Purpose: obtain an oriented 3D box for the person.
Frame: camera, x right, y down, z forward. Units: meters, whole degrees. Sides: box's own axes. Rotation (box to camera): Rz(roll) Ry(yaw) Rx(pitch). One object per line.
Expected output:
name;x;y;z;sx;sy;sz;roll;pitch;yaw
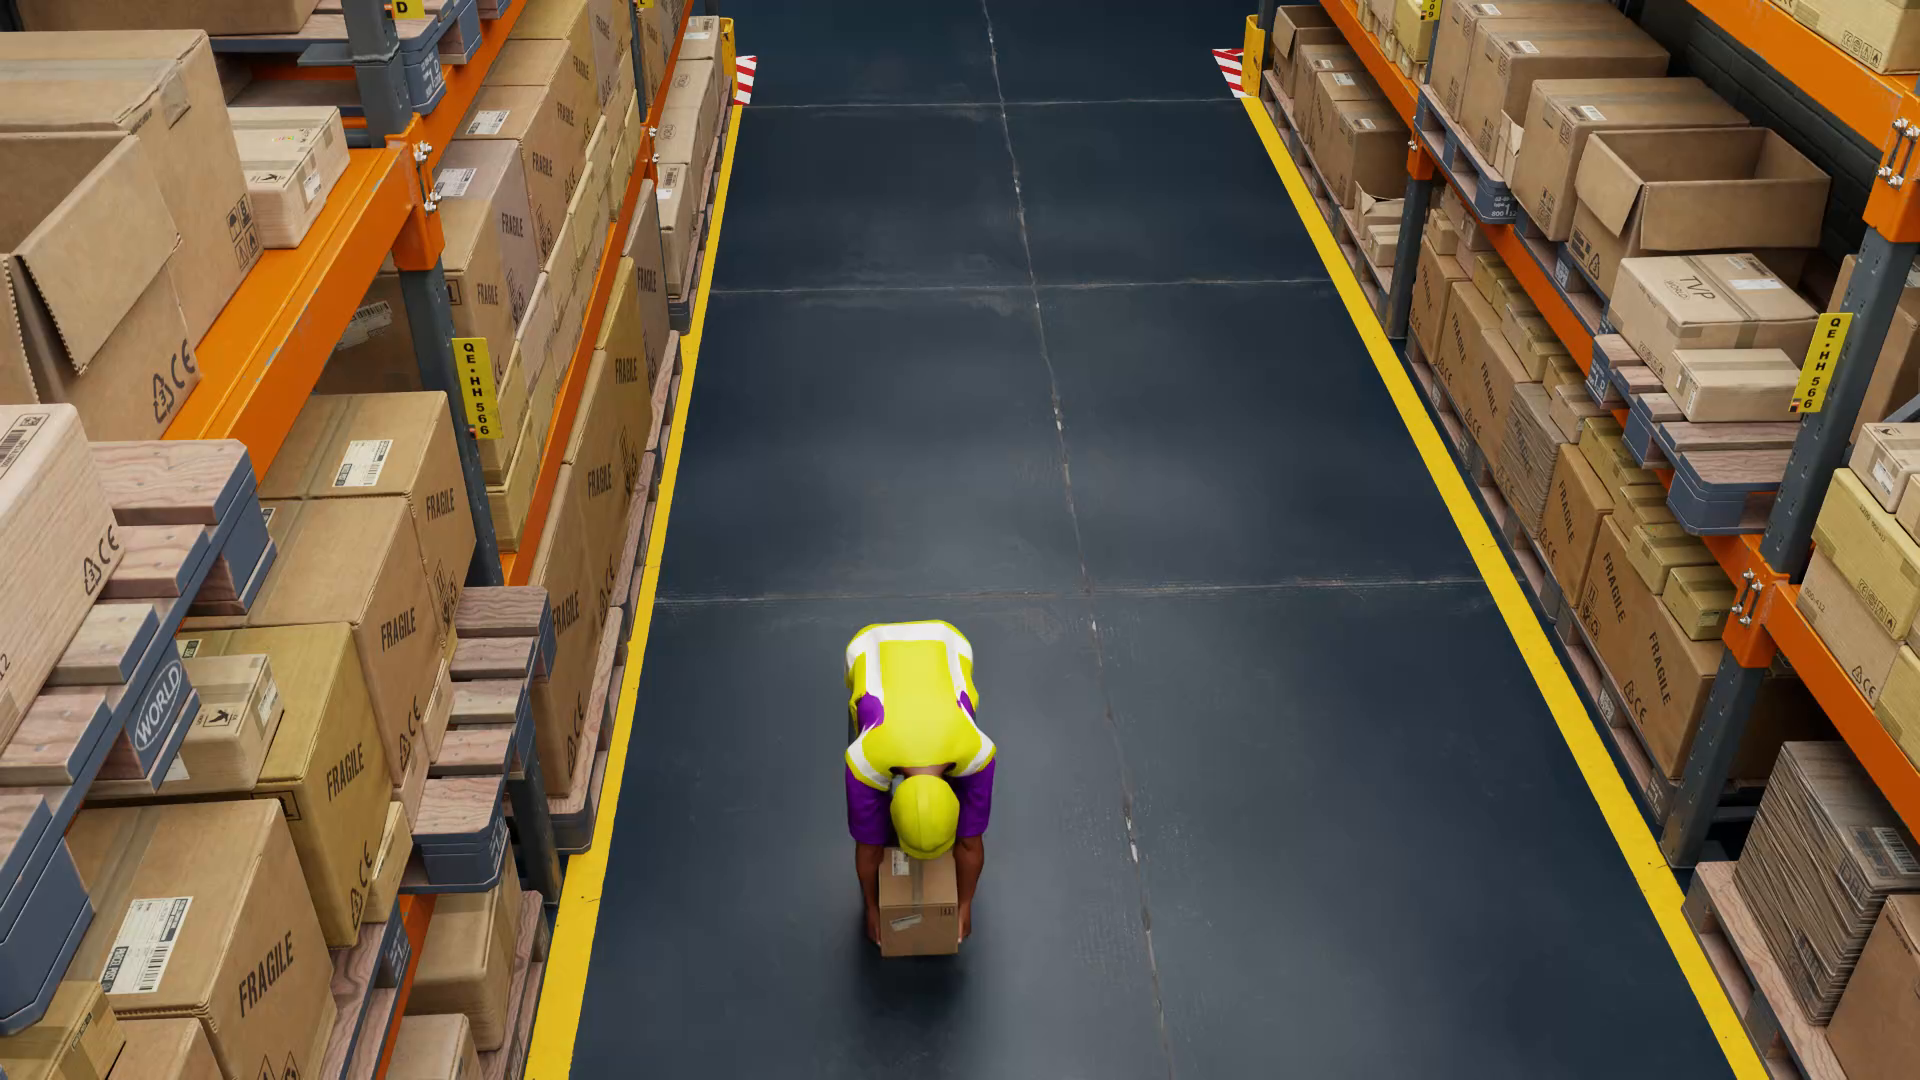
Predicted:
person;-0.132;0.874;5.495;0.483;1.054;0.981;-3;35;-4
